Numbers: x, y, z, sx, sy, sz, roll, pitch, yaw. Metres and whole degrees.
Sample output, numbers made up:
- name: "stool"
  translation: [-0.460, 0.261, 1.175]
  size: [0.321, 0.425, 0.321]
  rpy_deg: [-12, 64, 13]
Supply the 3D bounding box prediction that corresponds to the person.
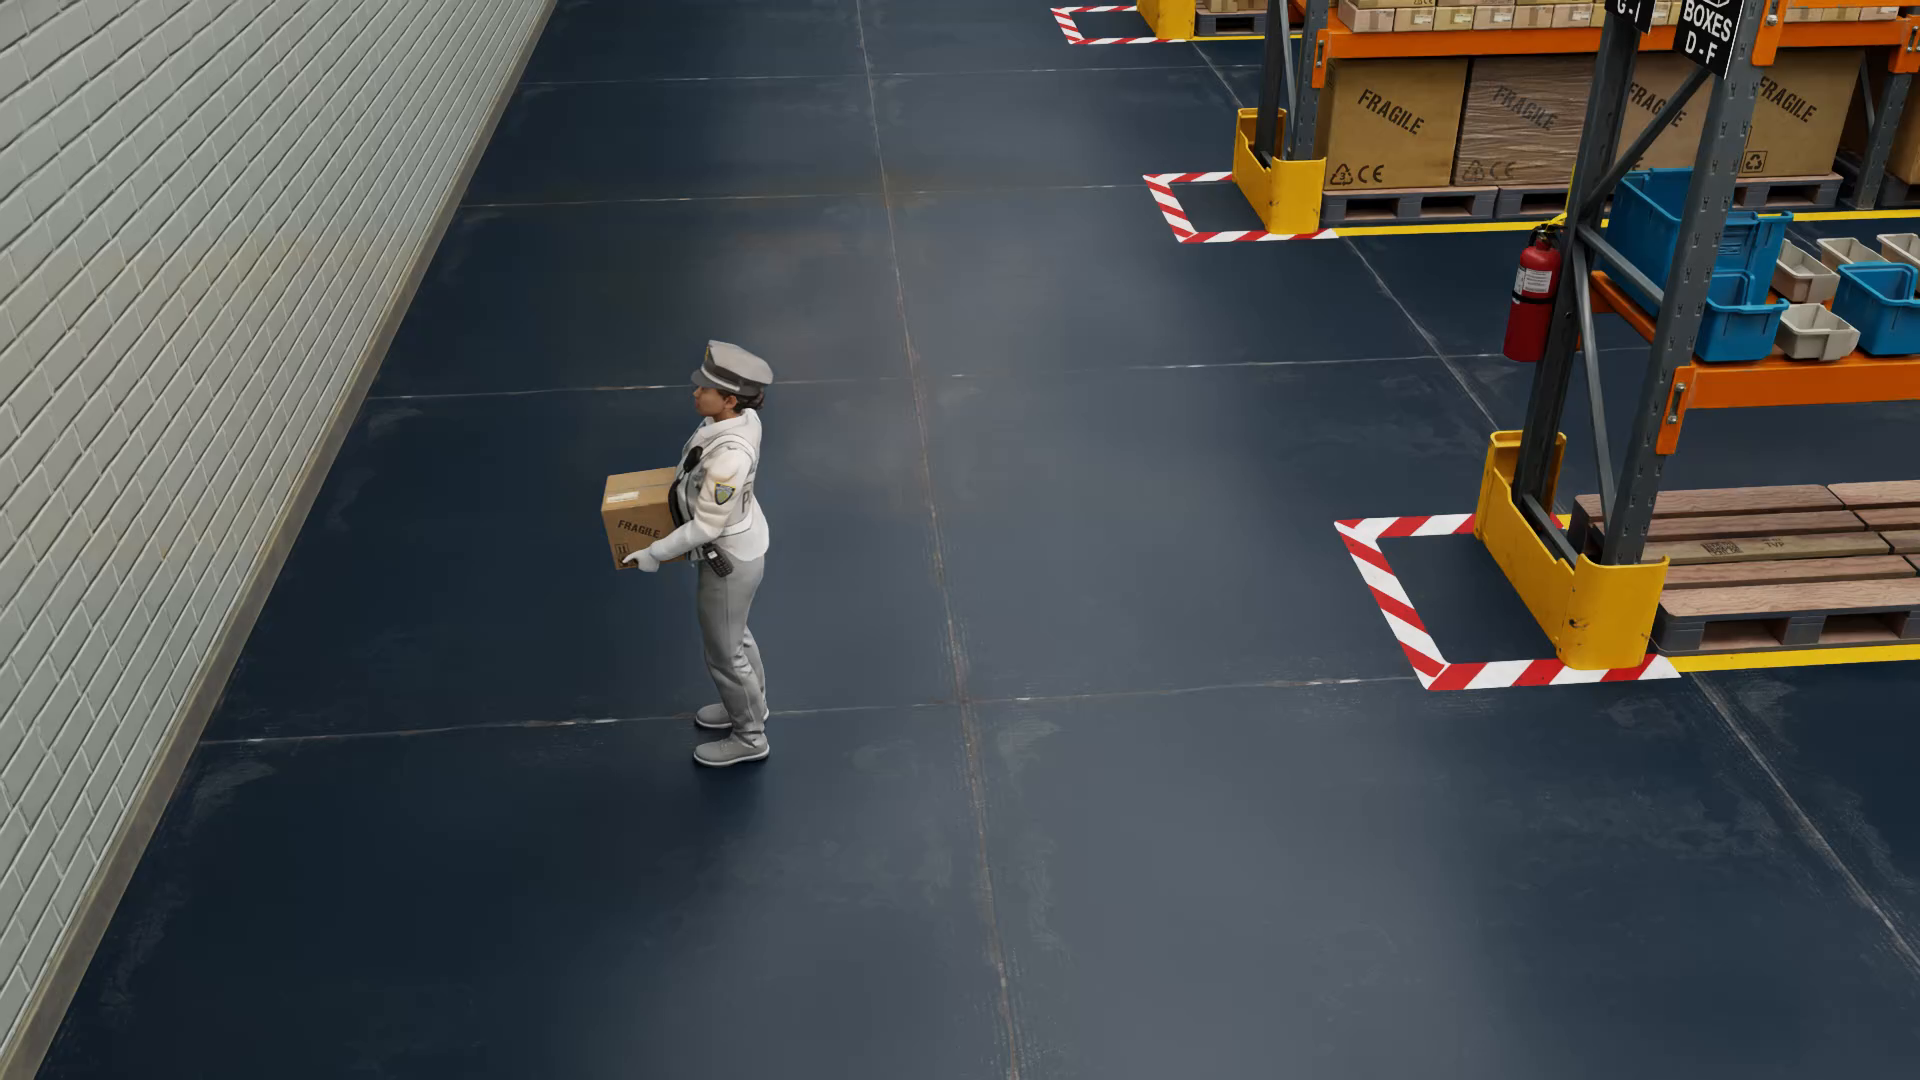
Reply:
- name: "person"
  translation: [-0.917, 0.057, 6.015]
  size: [0.564, 1.686, 0.460]
  rpy_deg: [-3, 31, -4]
